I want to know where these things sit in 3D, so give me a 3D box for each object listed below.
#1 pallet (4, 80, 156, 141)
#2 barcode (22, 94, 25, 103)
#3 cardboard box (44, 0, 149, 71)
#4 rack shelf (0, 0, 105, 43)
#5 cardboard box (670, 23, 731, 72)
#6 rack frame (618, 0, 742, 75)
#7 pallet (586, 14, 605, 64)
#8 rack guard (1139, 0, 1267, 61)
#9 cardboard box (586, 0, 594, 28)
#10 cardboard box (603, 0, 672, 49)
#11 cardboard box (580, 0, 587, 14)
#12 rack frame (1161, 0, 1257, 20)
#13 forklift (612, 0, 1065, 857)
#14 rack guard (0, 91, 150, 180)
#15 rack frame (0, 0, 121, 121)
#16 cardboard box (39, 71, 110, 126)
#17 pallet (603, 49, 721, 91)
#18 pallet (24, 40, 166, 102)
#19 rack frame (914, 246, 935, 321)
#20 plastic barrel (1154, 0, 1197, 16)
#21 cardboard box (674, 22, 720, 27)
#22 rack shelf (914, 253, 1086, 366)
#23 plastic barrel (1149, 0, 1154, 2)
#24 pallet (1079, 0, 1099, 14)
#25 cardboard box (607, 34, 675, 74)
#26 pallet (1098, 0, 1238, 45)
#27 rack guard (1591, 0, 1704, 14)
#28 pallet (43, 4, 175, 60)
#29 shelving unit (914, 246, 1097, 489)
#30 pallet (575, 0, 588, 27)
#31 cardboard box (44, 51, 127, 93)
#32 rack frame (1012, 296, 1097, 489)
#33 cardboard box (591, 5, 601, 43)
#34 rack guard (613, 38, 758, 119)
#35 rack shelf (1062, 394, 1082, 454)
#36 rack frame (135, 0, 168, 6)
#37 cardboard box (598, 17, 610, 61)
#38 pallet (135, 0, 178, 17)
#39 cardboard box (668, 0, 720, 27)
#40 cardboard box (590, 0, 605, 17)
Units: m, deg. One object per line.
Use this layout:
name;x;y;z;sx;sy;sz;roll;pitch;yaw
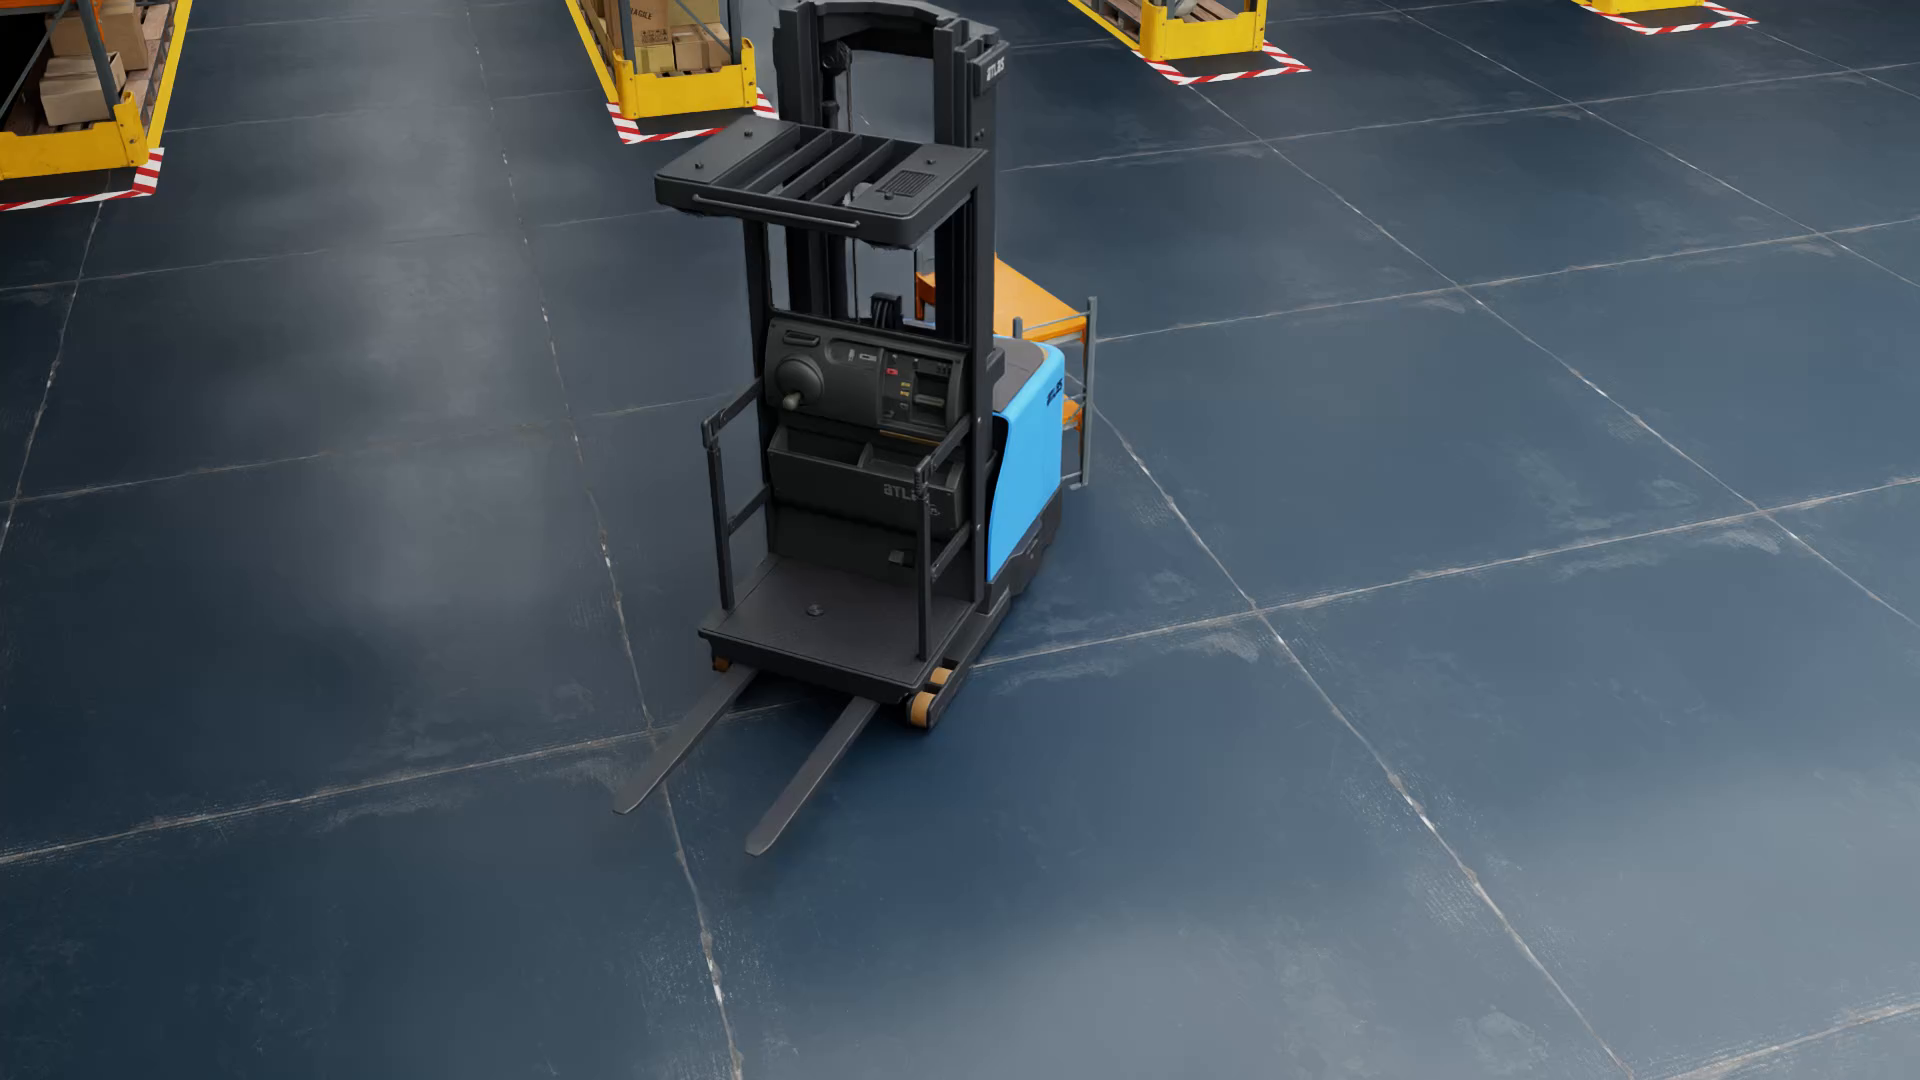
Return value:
pallet;-7.318;-3.506;13.864;1.003;0.211;1.213;-10;35;-15
barcode;-7.593;-3.583;13.483;0.001;0.075;0.075;-10;35;-15
cardboard box;-7.556;-4.409;14.569;0.700;0.500;0.500;-12;35;-18
rack shelf;-7.691;-4.947;14.168;1.077;0.370;4.000;-10;35;-15
cardboard box;-2.316;-4.379;14.769;0.500;0.250;0.500;-10;35;-15
rack frame;-2.364;-5.032;13.644;1.000;3.000;0.127;-10;35;-15
pallet;-3.006;-4.902;15.977;1.003;0.211;1.213;-10;35;-15
rack guard;2.286;-4.852;15.639;1.175;0.500;0.348;-10;35;-15
cardboard box;-3.278;-5.077;15.826;0.500;0.250;0.500;-10;35;-15
cardboard box;-2.811;-4.604;14.430;0.500;0.500;0.500;-10;35;-15
cardboard box;-3.437;-5.339;16.221;0.500;0.250;0.500;-10;35;-15
rack frame;2.354;-5.863;14.901;1.000;3.000;0.127;-10;35;-15
forklift;-0.506;-0.644;7.067;1.130;2.935;3.031;13;36;19
rack guard;-7.104;-3.194;13.130;1.175;0.500;0.348;-10;35;-15
rack frame;-7.081;-4.197;12.380;1.000;3.000;0.127;-10;35;-15
cardboard box;-7.206;-3.637;13.573;0.500;0.311;0.500;-14;36;-20
pallet;-2.638;-4.263;15.009;1.003;0.211;1.213;-10;35;-15
pallet;-7.687;-4.145;14.831;1.003;0.211;1.213;-10;35;-15
rack frame;-0.030;-1.199;9.545;0.500;1.125;0.032;-18;38;-25
plastic barrel;2.080;-5.333;15.975;0.421;0.512;0.421;0;33;0
cardboard box;-2.472;-4.641;15.165;0.500;0.250;0.500;-10;35;-15
rack shelf;0.230;-1.203;9.019;0.538;0.278;1.000;-18;38;-25
plastic barrel;1.928;-5.596;16.373;0.421;0.512;0.421;0;33;0
pallet;1.675;-5.798;17.333;1.003;0.211;1.213;-10;35;-15
cardboard box;-2.809;-4.292;14.637;0.500;0.250;0.500;-10;35;-15
pallet;2.043;-5.159;16.365;1.003;0.211;1.213;-10;35;-15
rack guard;7.048;-5.693;16.911;1.175;0.500;0.348;-10;35;-15
pallet;-8.063;-4.787;15.802;1.003;0.211;1.213;-10;35;-15
shelving unit;0.230;-0.958;9.180;0.538;1.125;1.048;-18;38;-25
pallet;-3.382;-5.544;16.948;1.003;0.211;1.213;-10;35;-15
cardboard box;-7.380;-3.936;14.026;0.500;0.311;0.500;-7;34;-11
rack frame;0.489;-0.717;8.815;0.500;1.125;0.032;-18;38;-25
cardboard box;-3.128;-4.814;15.428;0.500;0.250;0.500;-10;35;-15
rack guard;-2.357;-3.976;14.314;1.175;0.500;0.348;-10;35;-15
rack shelf;0.230;-0.754;9.315;0.538;0.278;1.000;-18;38;-25
rack frame;-8.301;-6.297;15.558;1.000;3.000;0.127;-10;35;-15
cardboard box;-2.973;-4.552;15.031;0.500;0.250;0.500;-10;35;-15
pallet;-8.540;-5.542;16.945;1.003;0.211;1.213;-10;35;-15
cardboard box;-2.471;-4.954;14.959;0.500;0.500;0.500;-10;35;-15
cardboard box;-3.130;-5.127;15.221;0.500;0.500;0.500;-10;35;-15
